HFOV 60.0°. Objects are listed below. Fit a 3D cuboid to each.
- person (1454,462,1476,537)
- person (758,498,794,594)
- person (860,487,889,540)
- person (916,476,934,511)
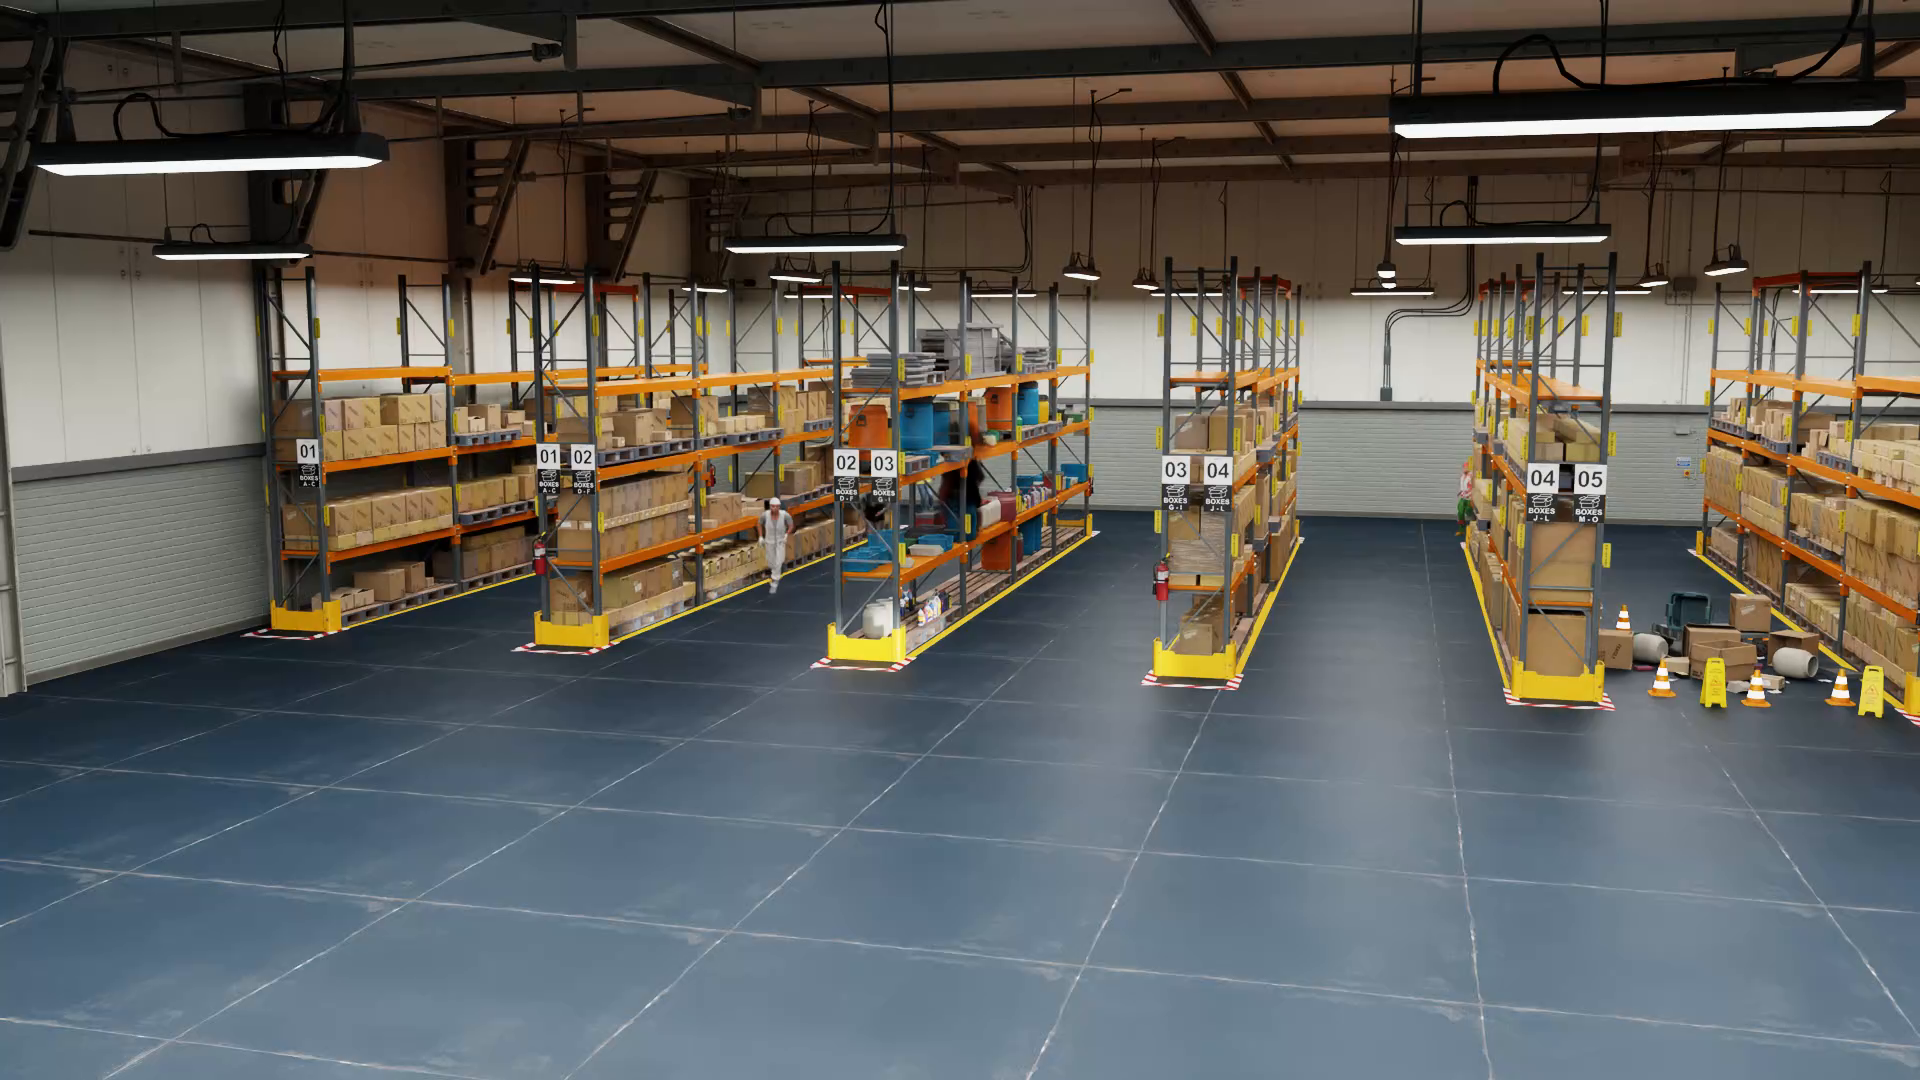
[{"bbox_3d":[12.386,-0.991,40.316,0.836,1.793,0.667,-4,8,-31],"label":"person"},{"bbox_3d":[-3.306,0.081,29.898,0.654,1.732,0.741,-1,7,-5],"label":"person"},{"bbox_3d":[-1.871,-0.425,36.354,0.632,1.638,0.683,0,7,-2],"label":"person"},{"bbox_3d":[-1.006,-1.496,44.497,0.689,1.783,0.685,-2,8,-15],"label":"person"}]
